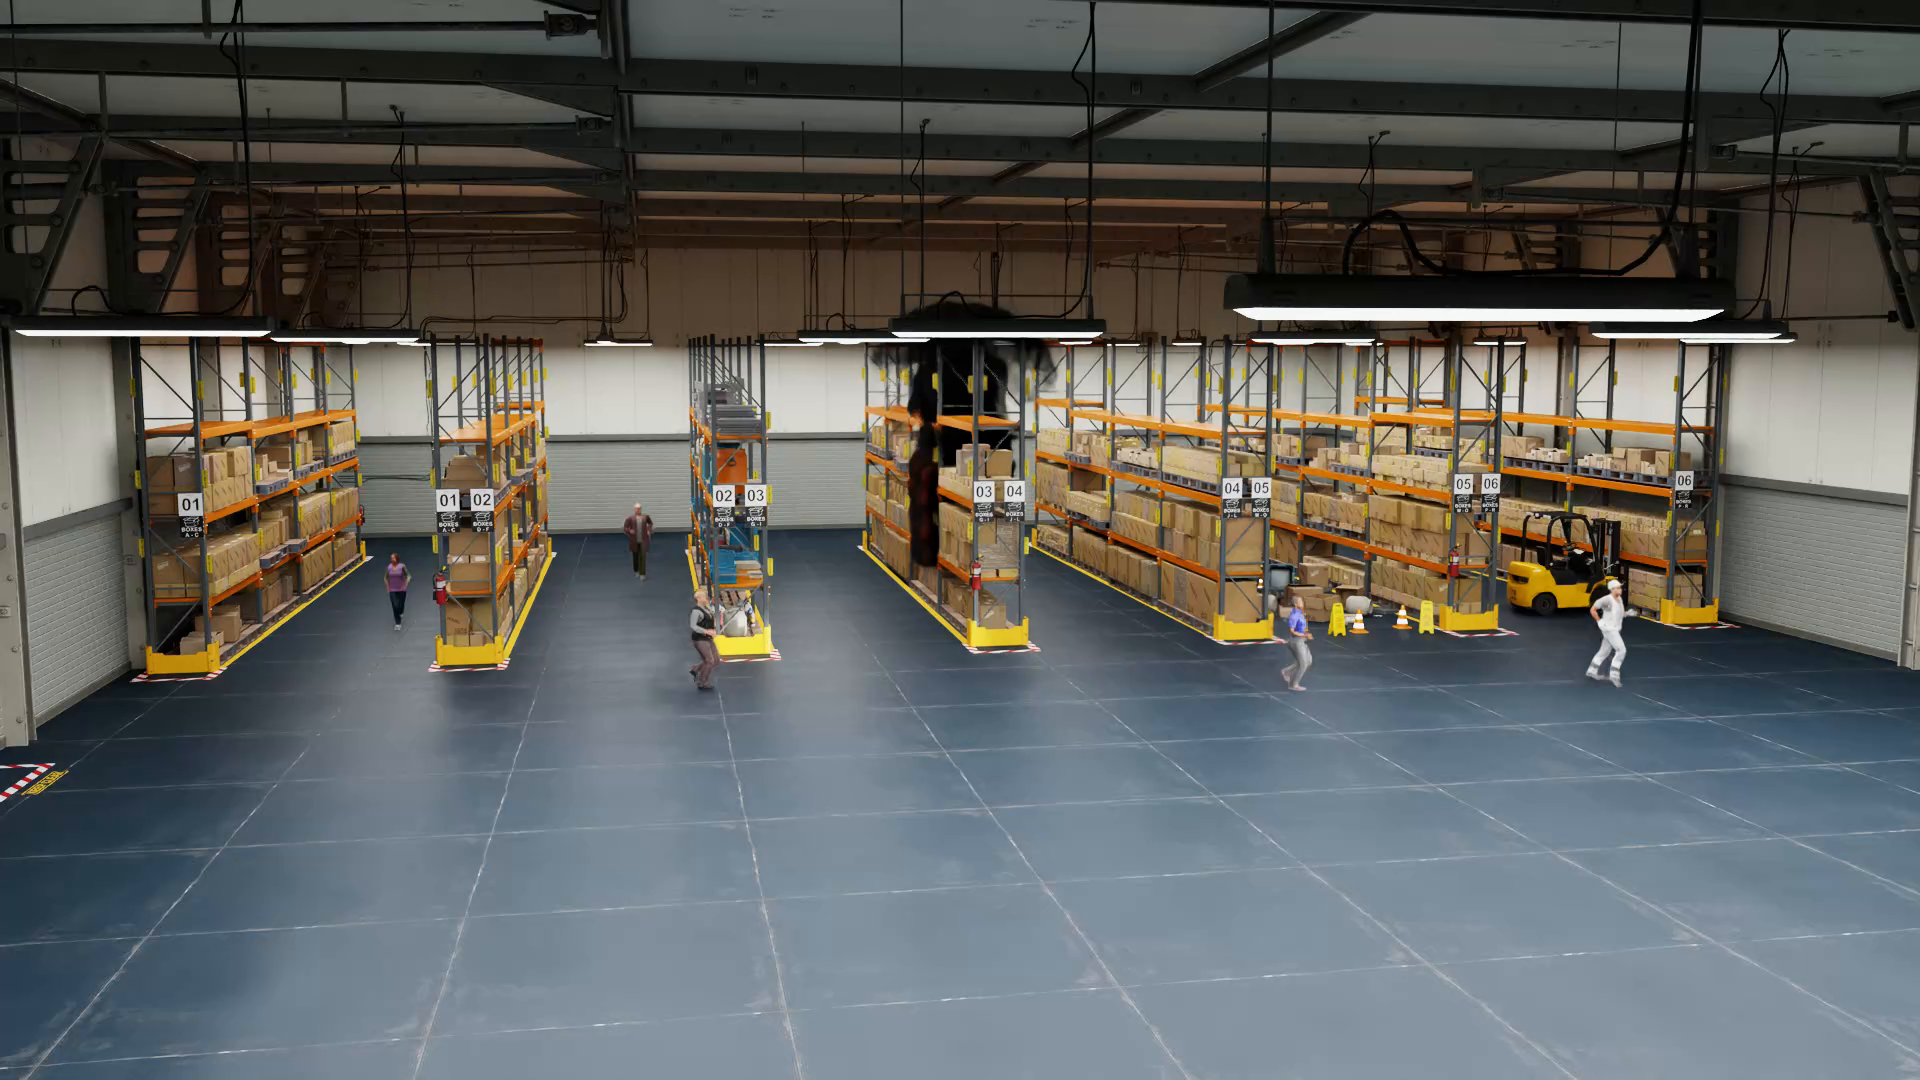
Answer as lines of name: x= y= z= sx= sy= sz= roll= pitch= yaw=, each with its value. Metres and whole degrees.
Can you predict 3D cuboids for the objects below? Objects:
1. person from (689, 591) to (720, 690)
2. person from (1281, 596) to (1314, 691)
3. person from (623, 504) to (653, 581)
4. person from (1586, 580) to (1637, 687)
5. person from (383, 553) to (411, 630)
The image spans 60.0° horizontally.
person: x=-4.314 y=1.689 z=28.001 sx=0.604 sy=1.671 sz=0.654 roll=1 pitch=7 yaw=12
person: x=5.677 y=1.775 z=27.922 sx=0.575 sy=1.516 sz=0.571 roll=2 pitch=7 yaw=20
person: x=-7.576 y=0.049 z=39.239 sx=0.712 sy=1.801 sz=0.954 roll=-2 pitch=7 yaw=-16
person: x=11.159 y=1.593 z=28.482 sx=0.775 sy=1.850 sz=0.615 roll=5 pitch=8 yaw=39
person: x=-11.577 y=1.043 z=34.220 sx=0.537 sy=1.568 sz=0.506 roll=-1 pitch=7 yaw=-10
